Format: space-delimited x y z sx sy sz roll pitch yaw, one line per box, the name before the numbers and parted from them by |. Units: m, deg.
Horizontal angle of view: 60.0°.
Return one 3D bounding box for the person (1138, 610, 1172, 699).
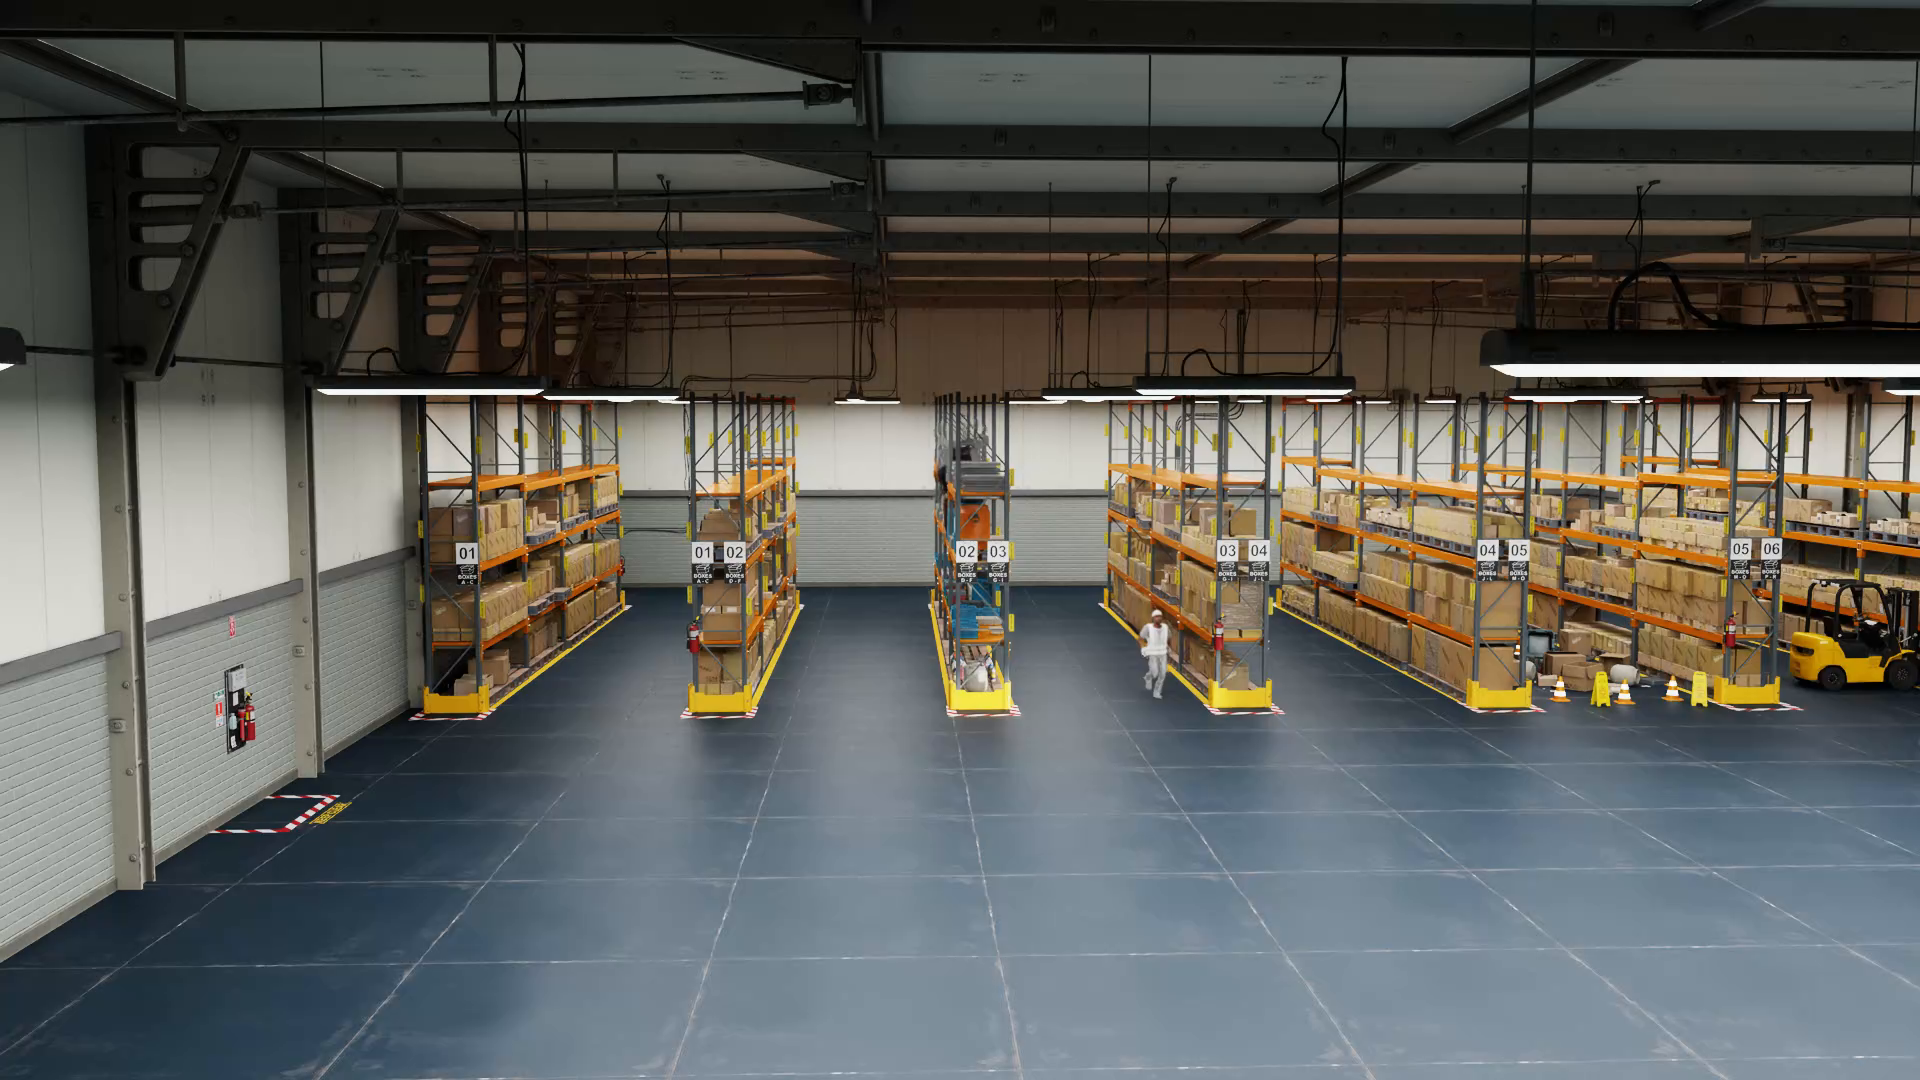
person | 3.860 2.238 32.640 0.688 1.735 0.601 -1 5 -12
